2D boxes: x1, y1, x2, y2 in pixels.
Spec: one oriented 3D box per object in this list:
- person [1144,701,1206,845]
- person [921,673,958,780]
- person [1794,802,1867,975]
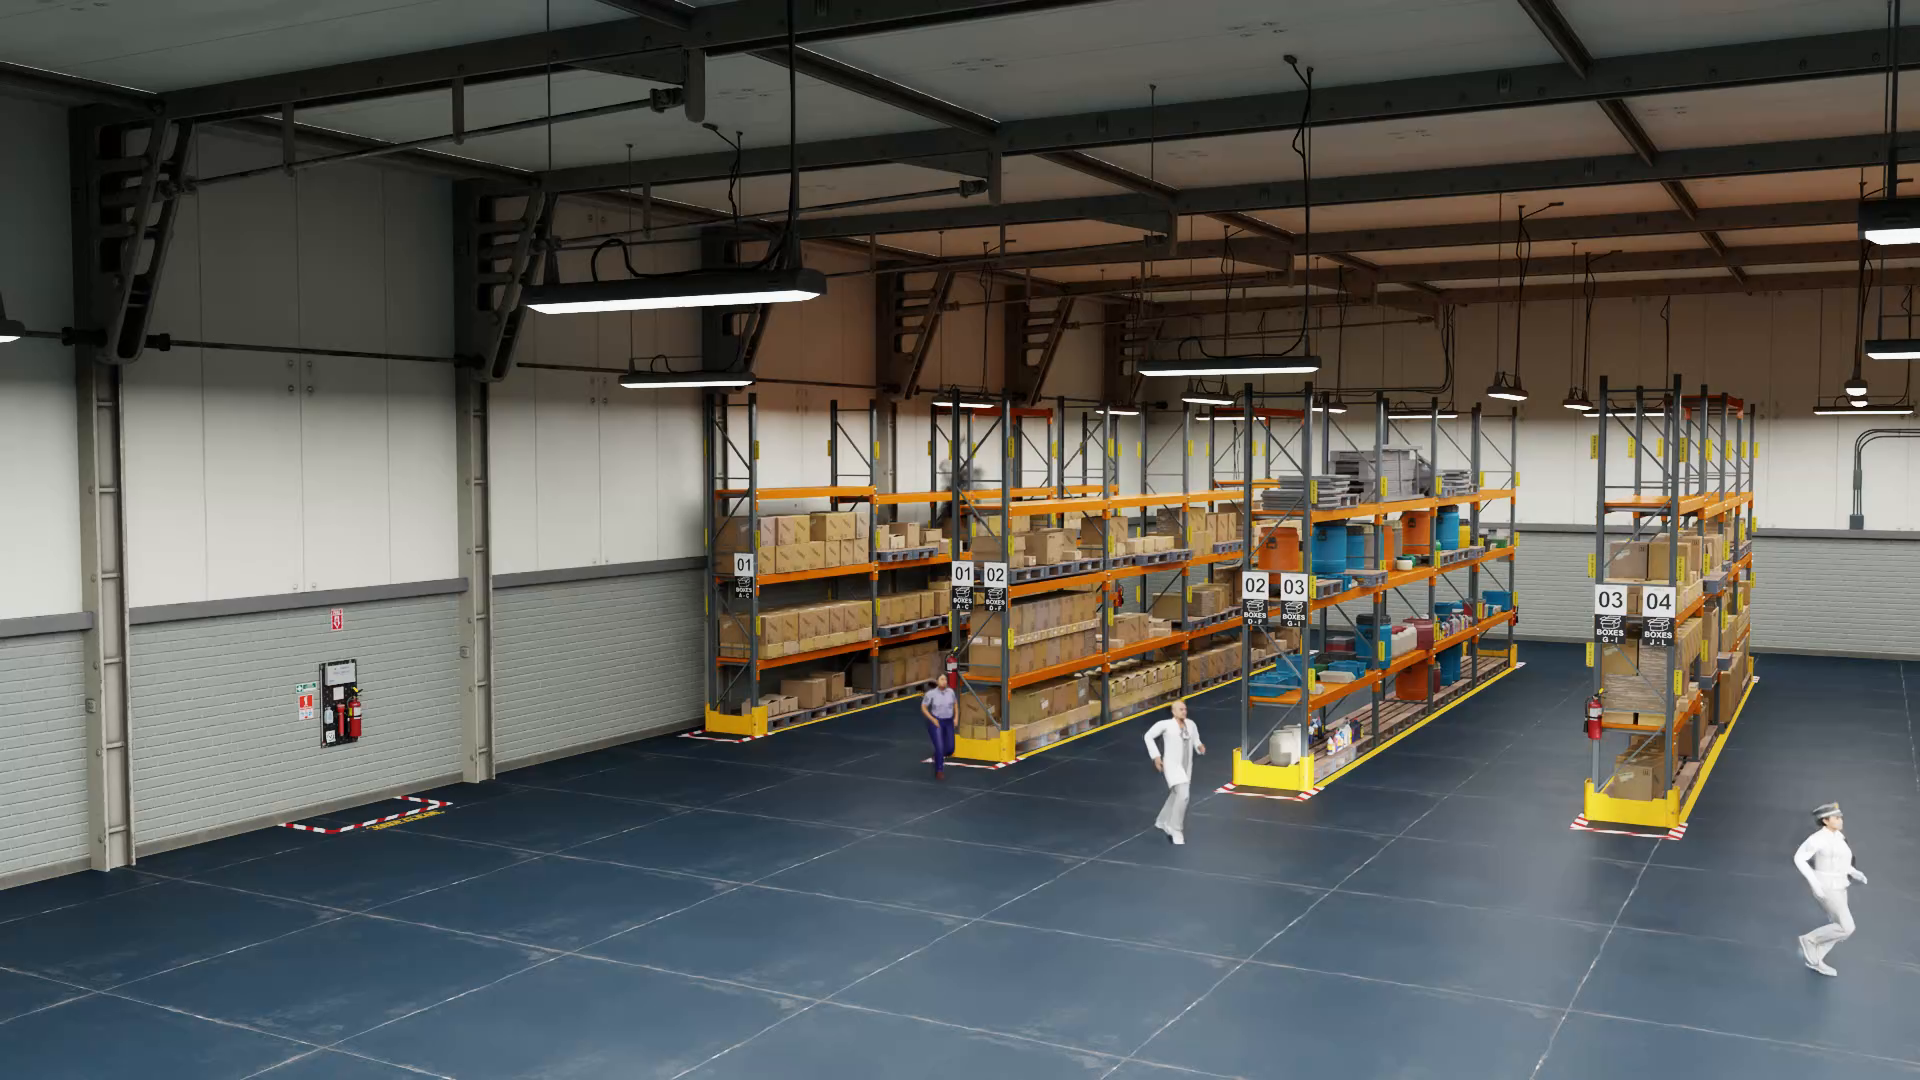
[{"bbox_3d":[2.802,2.999,21.352,0.688,1.793,0.830,-2,4,-36],"label":"person"},{"bbox_3d":[-0.302,2.831,25.498,0.643,1.608,0.561,-2,3,-28],"label":"person"},{"bbox_3d":[8.319,3.319,15.813,0.605,1.659,0.533,-2,4,-37],"label":"person"}]
